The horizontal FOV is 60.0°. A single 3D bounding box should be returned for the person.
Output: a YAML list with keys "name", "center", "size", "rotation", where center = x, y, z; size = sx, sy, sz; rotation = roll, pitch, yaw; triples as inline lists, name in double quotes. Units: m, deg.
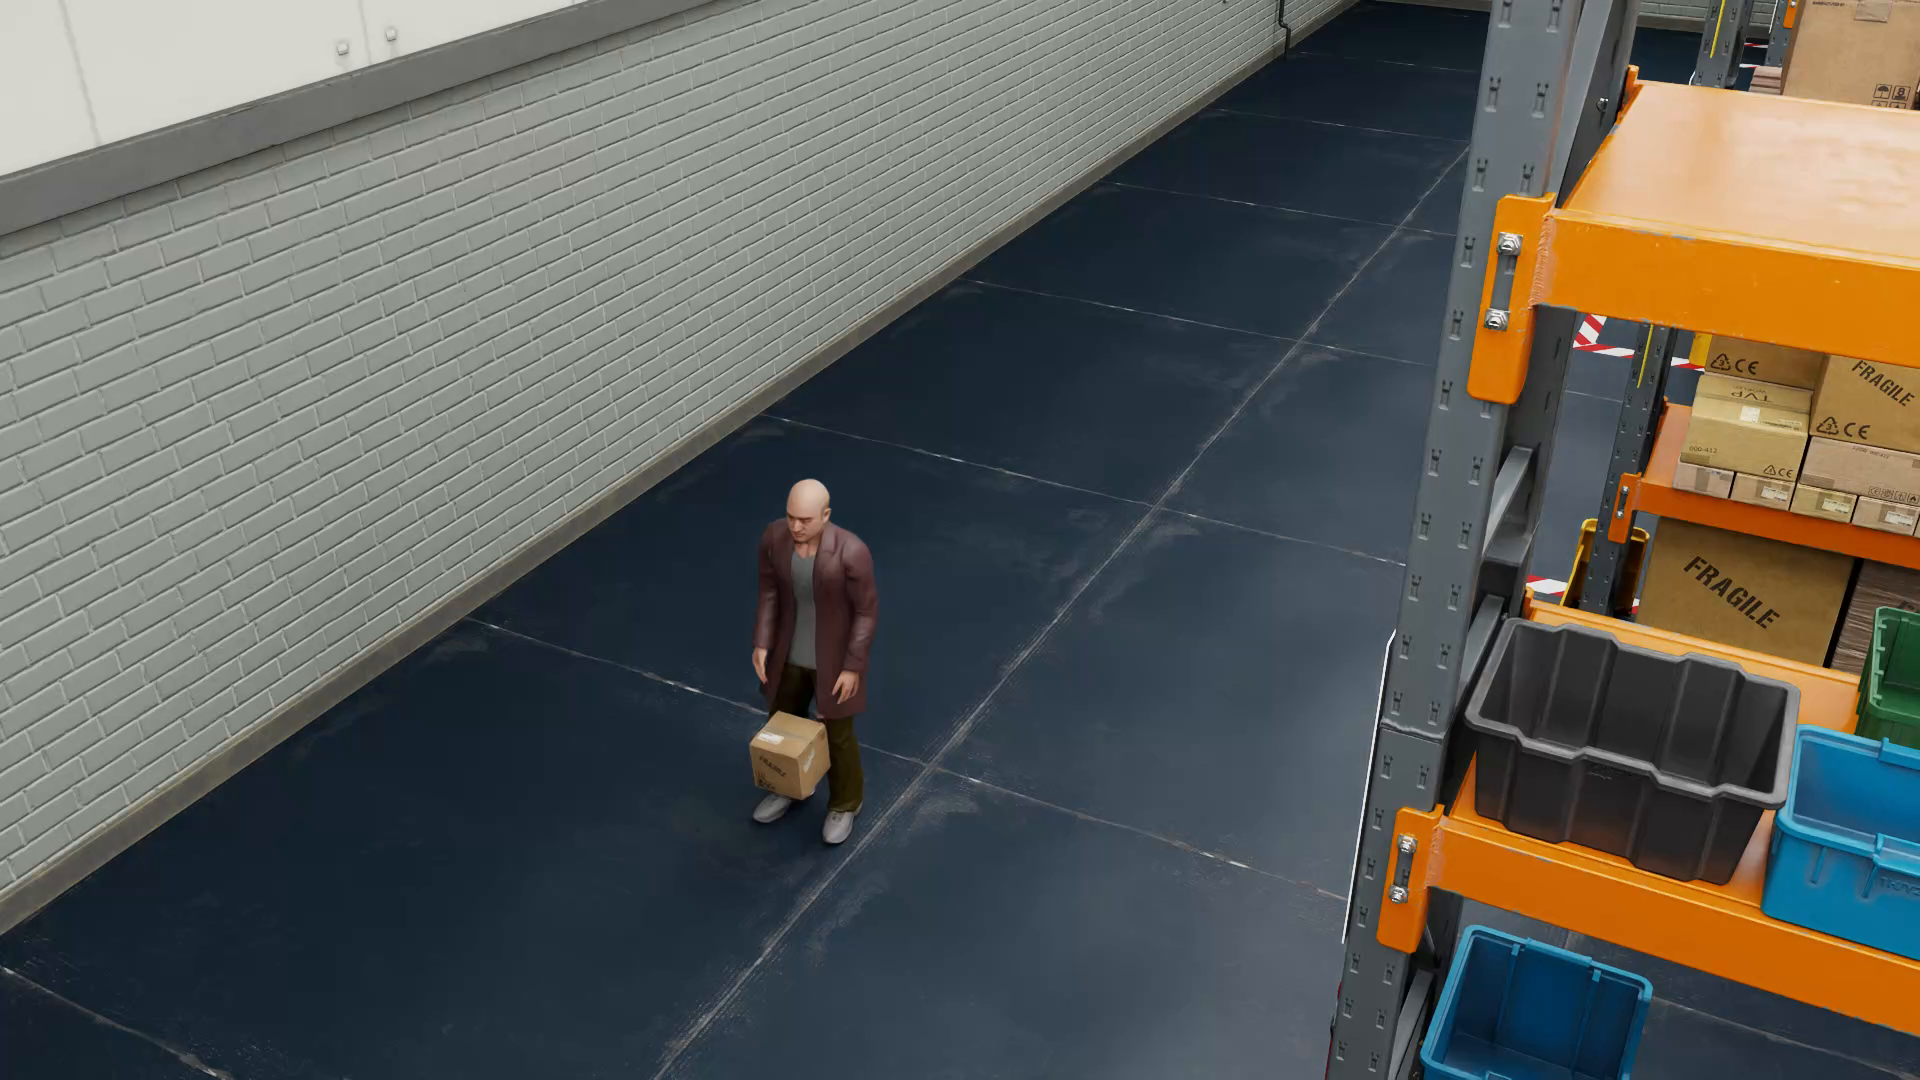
- name: "person"
  center: [-0.631, 0.525, 7.391]
  size: [0.652, 1.773, 0.425]
  rotation: [12, 32, 21]
